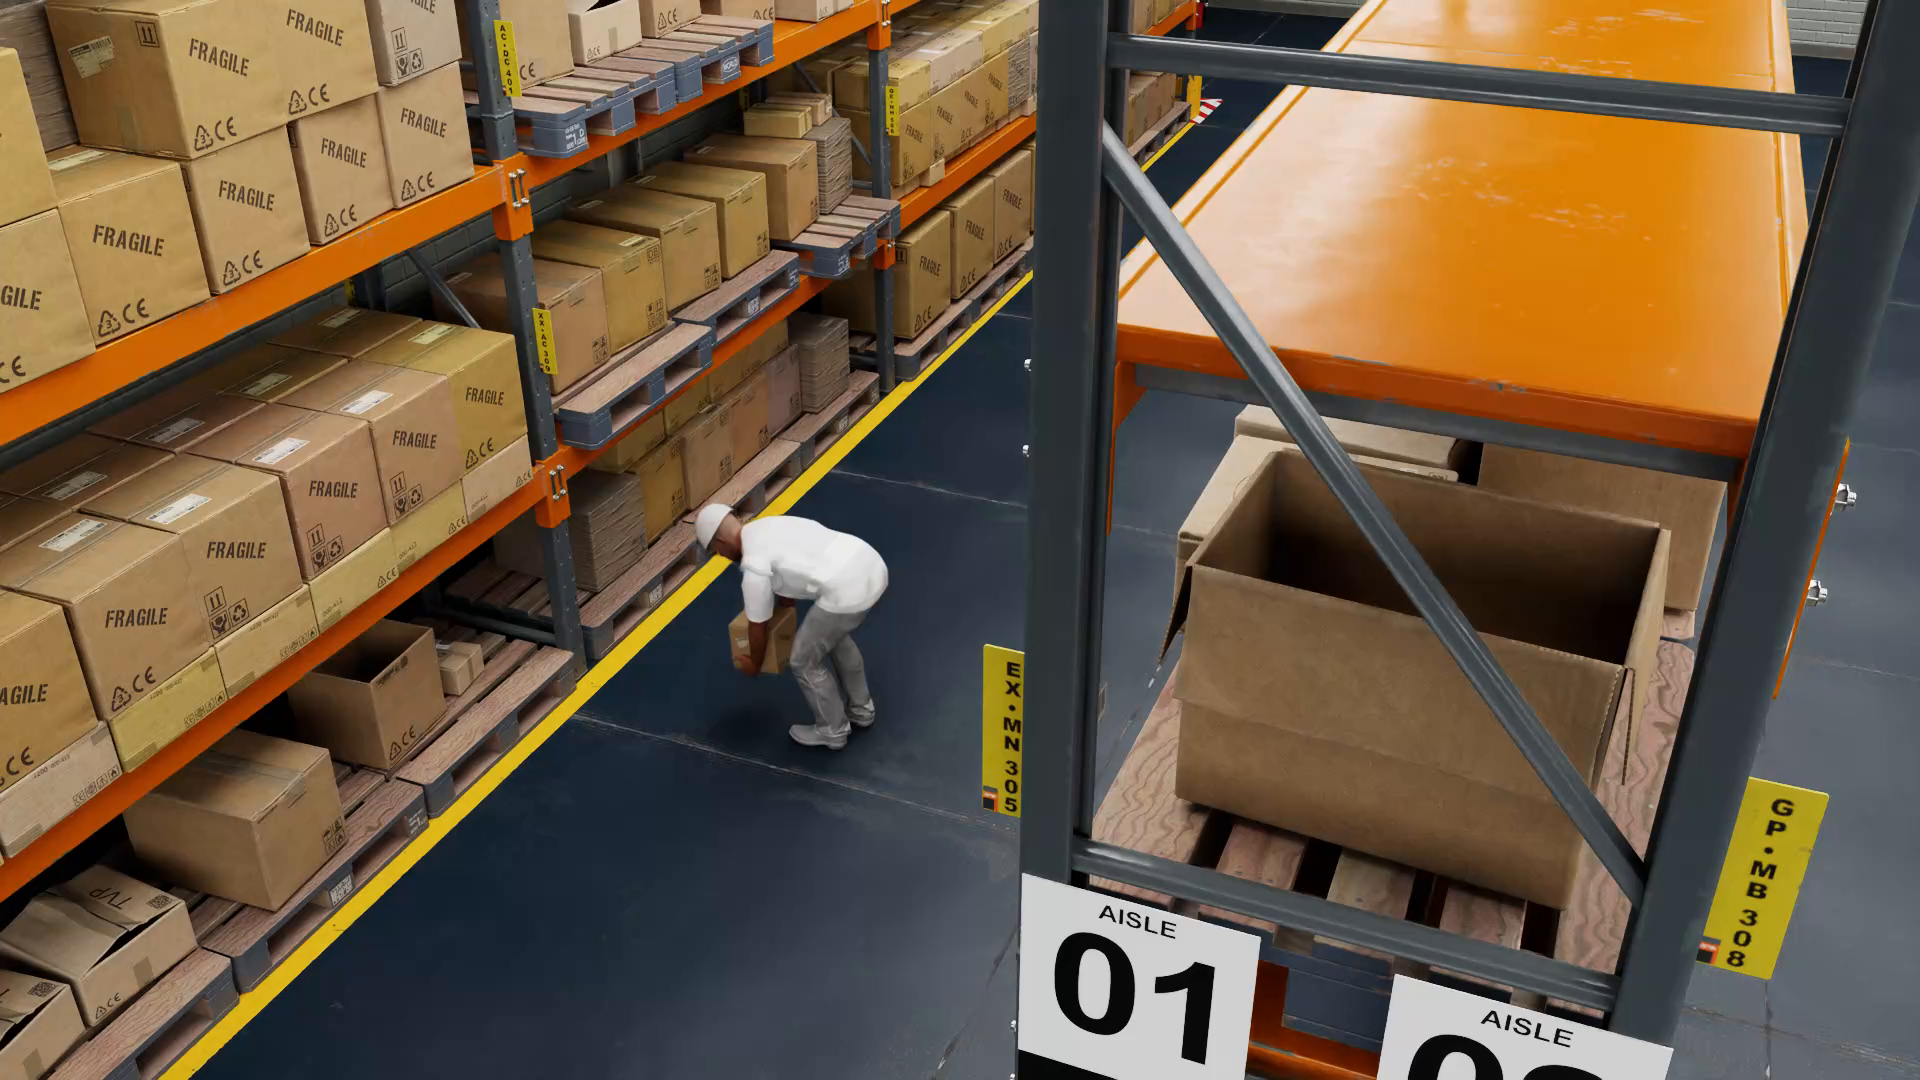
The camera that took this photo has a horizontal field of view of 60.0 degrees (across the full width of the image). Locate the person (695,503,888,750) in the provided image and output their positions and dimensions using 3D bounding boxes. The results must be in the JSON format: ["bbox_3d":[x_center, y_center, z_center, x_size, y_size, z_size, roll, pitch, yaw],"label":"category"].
[{"bbox_3d":[-0.835,0.418,8.214,0.967,1.193,0.476,10,31,18],"label":"person"}]
